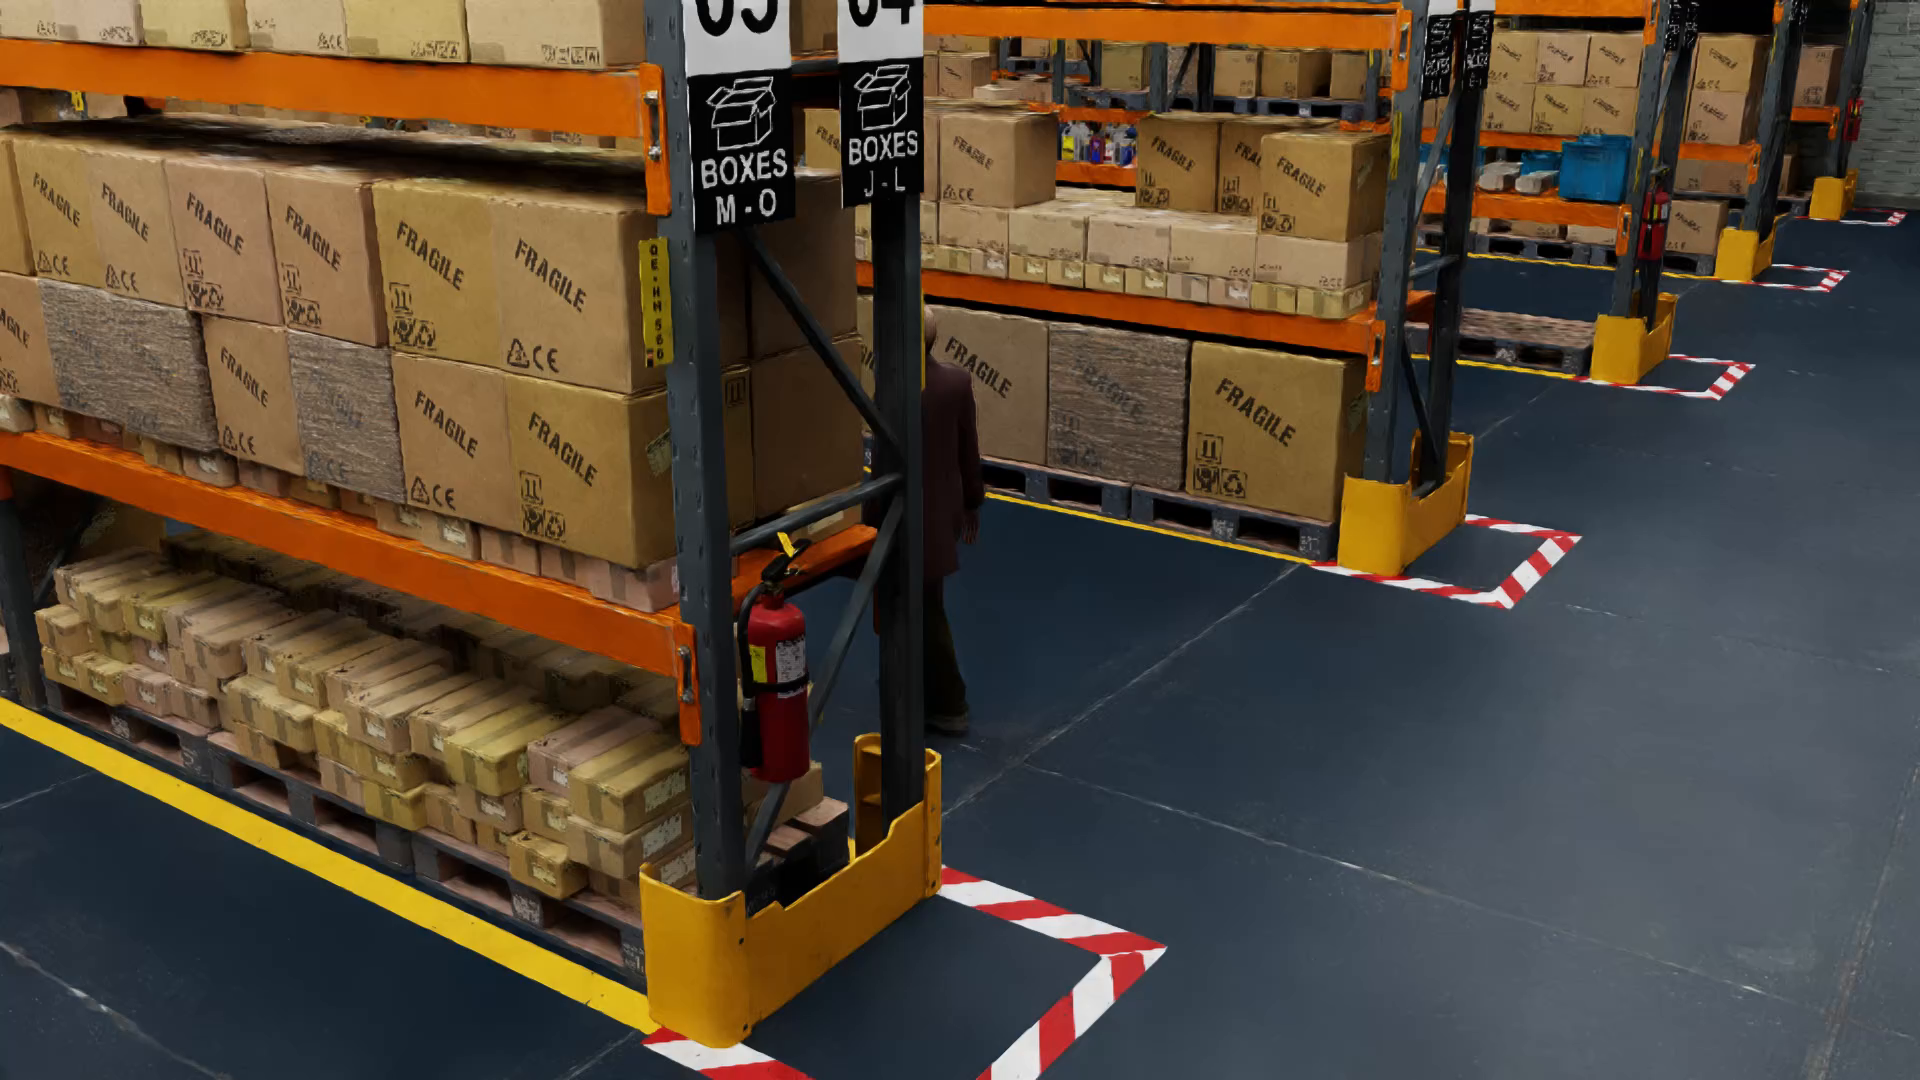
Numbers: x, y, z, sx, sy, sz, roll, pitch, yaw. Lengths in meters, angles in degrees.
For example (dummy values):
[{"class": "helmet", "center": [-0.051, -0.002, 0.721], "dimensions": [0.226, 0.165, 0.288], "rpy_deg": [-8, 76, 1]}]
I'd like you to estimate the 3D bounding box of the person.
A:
[{"class": "person", "center": [-0.222, -0.086, 6.843], "dimensions": [0.641, 1.806, 0.583], "rpy_deg": [12, 23, 31]}]
